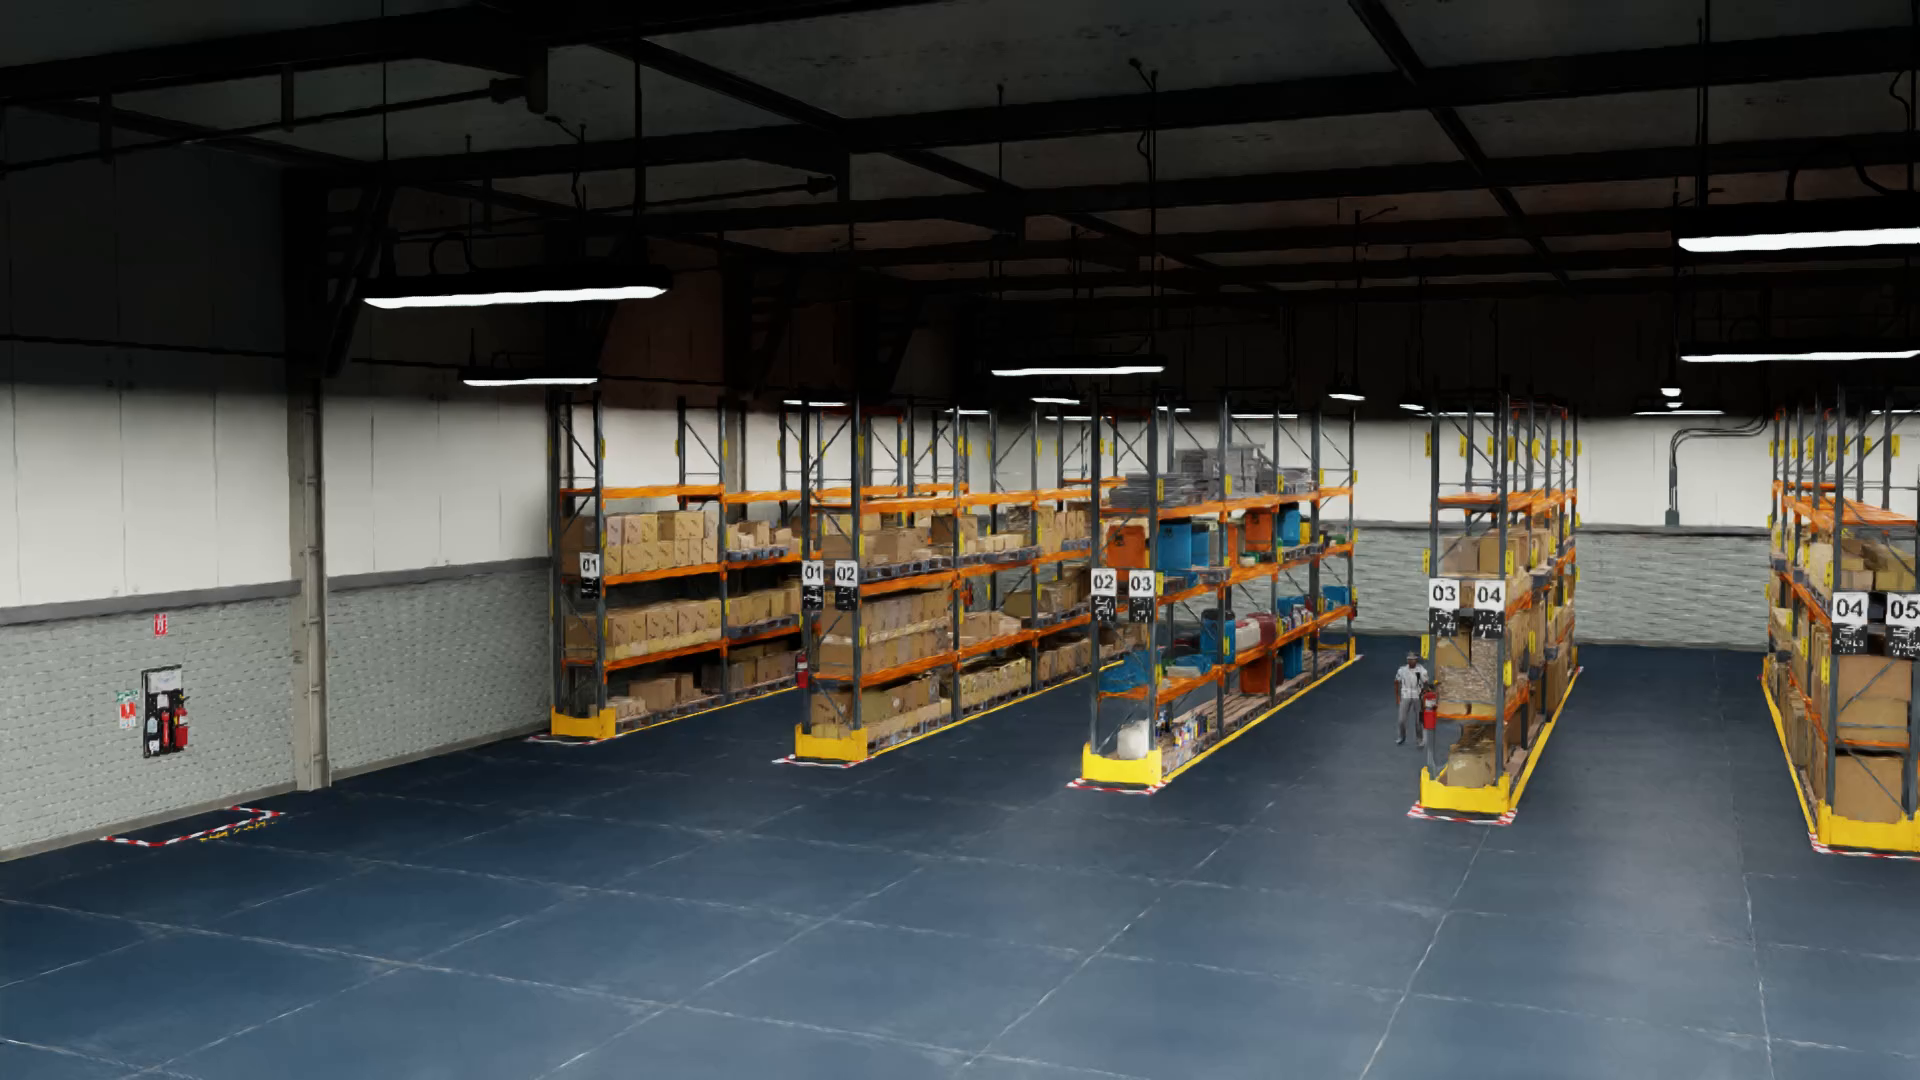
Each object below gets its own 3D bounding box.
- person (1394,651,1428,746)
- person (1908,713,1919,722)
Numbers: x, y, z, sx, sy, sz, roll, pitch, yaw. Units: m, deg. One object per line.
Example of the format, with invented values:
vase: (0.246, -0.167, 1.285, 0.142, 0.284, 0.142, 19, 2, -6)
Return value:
person: (7.584, 2.652, 27.929, 0.578, 1.629, 0.525, 1, 3, 22)
person: (17.548, 2.442, 30.469, 0.646, 1.723, 0.574, -2, 4, -35)
